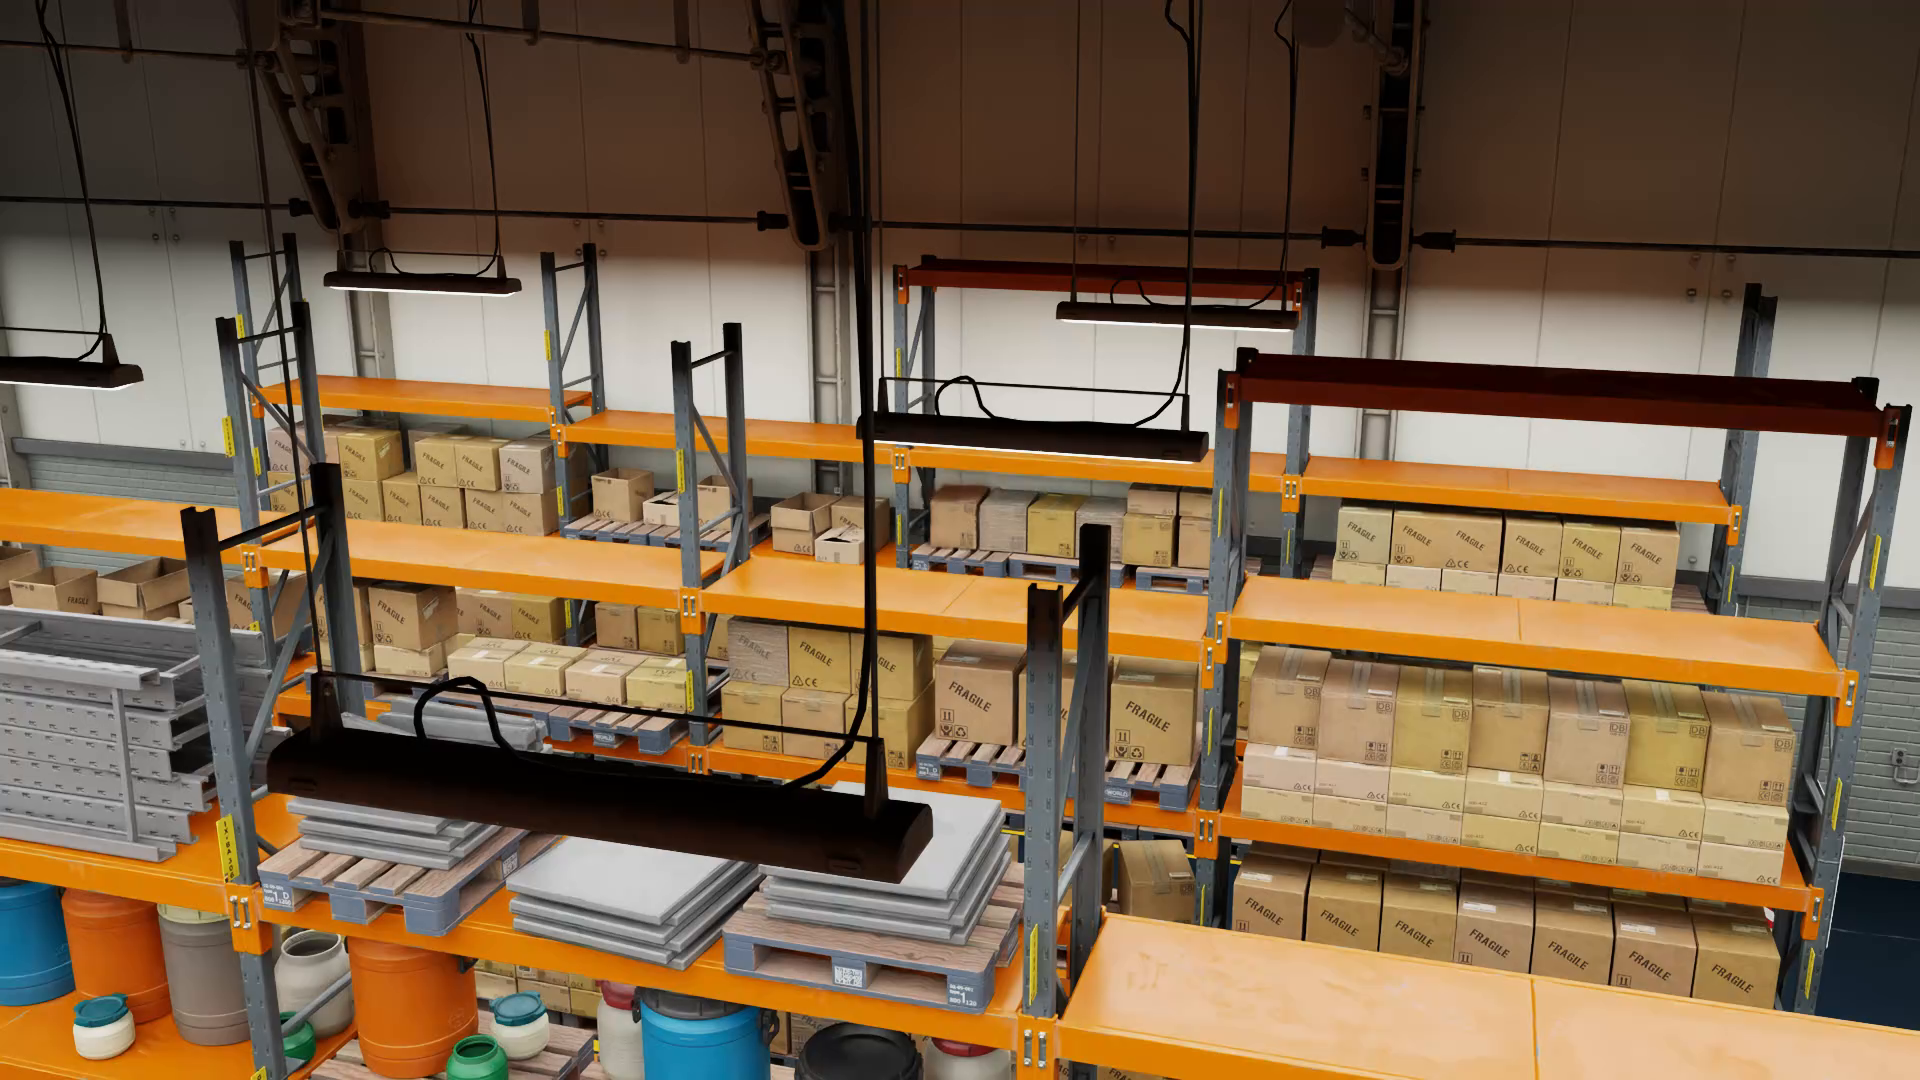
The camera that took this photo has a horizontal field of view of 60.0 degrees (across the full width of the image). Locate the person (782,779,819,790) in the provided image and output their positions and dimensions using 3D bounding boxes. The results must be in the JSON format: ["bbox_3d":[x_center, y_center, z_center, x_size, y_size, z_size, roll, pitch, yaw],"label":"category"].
[{"bbox_3d":[-1.589,2.639,16.254,1.018,1.478,0.444,7,17,22],"label":"person"}]
